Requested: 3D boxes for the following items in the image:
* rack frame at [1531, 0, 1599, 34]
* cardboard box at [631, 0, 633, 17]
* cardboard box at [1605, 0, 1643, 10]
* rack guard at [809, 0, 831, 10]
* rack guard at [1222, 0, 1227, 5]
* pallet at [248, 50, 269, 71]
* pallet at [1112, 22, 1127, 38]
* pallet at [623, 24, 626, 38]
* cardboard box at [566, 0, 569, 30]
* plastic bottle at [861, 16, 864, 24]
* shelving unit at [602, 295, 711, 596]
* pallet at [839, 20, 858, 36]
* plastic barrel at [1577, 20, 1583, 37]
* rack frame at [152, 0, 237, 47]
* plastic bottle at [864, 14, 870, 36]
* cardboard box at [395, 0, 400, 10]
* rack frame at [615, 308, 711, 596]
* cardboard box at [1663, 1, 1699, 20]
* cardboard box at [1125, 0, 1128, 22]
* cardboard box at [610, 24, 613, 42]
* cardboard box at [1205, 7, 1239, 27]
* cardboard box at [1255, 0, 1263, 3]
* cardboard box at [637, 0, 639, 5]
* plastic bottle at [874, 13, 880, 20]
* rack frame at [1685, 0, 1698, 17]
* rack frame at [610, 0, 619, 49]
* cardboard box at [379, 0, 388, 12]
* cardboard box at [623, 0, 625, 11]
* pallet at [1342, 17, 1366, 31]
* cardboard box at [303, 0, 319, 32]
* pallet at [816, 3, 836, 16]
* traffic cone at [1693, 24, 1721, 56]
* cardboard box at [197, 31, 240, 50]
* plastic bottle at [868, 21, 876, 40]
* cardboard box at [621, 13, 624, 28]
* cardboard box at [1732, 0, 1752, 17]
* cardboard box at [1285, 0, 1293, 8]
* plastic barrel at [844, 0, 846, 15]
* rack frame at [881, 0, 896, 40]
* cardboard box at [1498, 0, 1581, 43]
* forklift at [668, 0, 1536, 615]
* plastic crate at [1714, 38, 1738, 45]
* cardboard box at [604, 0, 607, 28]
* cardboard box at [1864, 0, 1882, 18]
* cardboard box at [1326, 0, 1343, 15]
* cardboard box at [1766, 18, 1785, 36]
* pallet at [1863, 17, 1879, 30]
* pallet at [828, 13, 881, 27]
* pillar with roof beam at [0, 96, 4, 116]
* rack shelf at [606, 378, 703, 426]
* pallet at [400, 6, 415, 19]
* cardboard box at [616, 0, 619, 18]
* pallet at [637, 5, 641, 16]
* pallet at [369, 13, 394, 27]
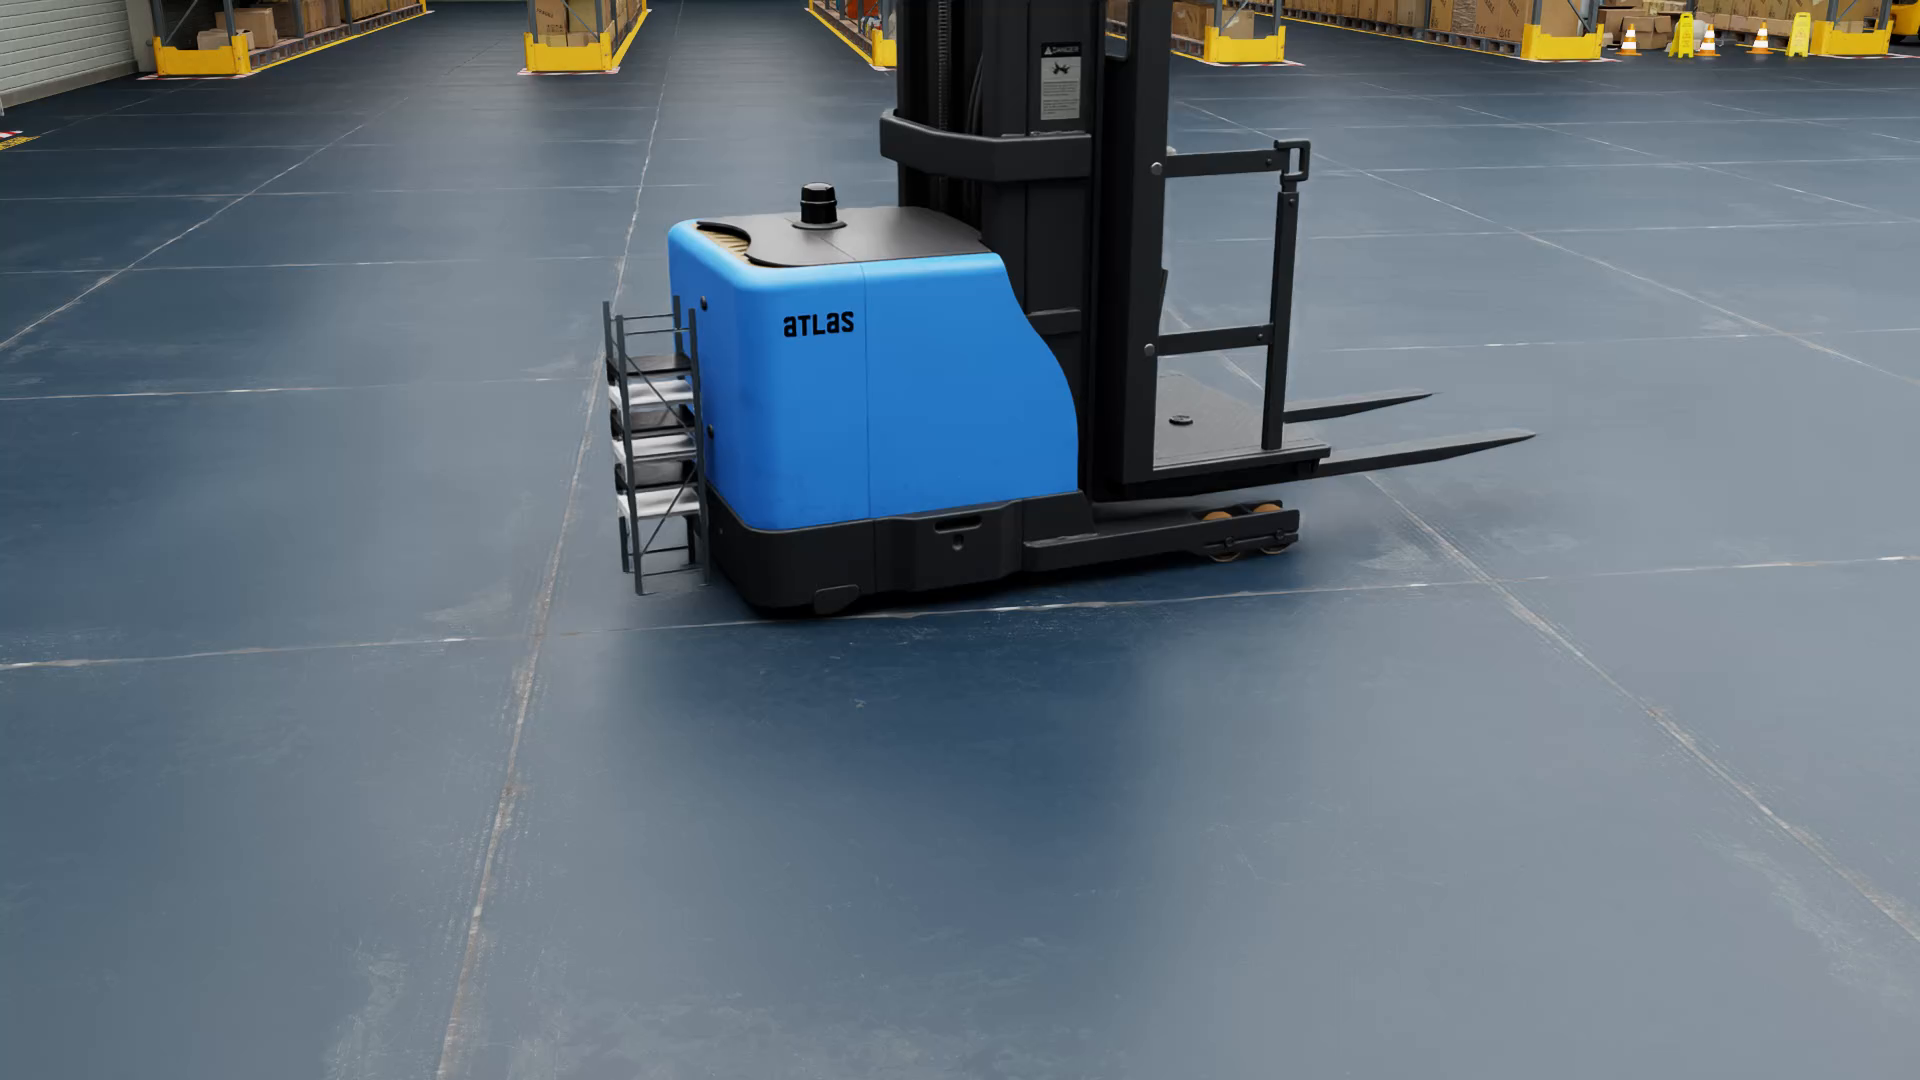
[{"bbox_3d":[9.195,-8.797,24.981,1.000,3.000,0.127,-3,21,-8],"label":"rack frame"},{"bbox_3d":[-6.615,-10.415,32.258,0.500,0.500,0.500,-3,21,-8],"label":"cardboard box"},{"bbox_3d":[11.745,-9.550,29.488,0.500,0.500,0.500,-3,21,-8],"label":"cardboard box"},{"bbox_3d":[-2.952,-12.708,39.026,1.175,0.500,0.348,-3,21,-8],"label":"rack guard"},{"bbox_3d":[6.900,-13.139,40.180,1.175,0.500,0.348,-3,21,-8],"label":"rack guard"},{"bbox_3d":[-10.526,-6.835,23.715,1.003,0.211,1.213,-3,21,-8],"label":"pallet"},{"bbox_3d":[3.403,-9.353,30.456,1.003,0.211,1.213,-3,21,-8],"label":"pallet"},{"bbox_3d":[-6.604,-9.260,30.207,1.003,0.211,1.213,-3,21,-8],"label":"pallet"},{"bbox_3d":[-6.062,-7.859,24.729,0.500,0.500,0.500,-3,21,-8],"label":"cardboard box"},{"bbox_3d":[-1.593,-8.512,27.490,0.097,0.271,0.097,0,20,0],"label":"plastic bottle"},{"bbox_3d":[-0.948,-0.294,5.217,0.258,0.900,0.210,-8,22,-21],"label":"shelving unit"},{"bbox_3d":[-1.709,-9.525,30.917,1.003,0.211,1.213,-3,21,-8],"label":"pallet"},{"bbox_3d":[10.300,-8.659,28.296,0.512,0.421,0.421,12,24,30],"label":"plastic barrel"},{"bbox_3d":[-10.433,-7.832,22.399,1.000,3.000,0.127,-3,21,-8],"label":"rack frame"},{"bbox_3d":[-1.473,-8.316,26.852,0.144,0.351,0.185,-4,21,-10],"label":"plastic bottle"},{"bbox_3d":[-12.238,-11.451,35.060,0.700,0.500,0.500,-3,21,-8],"label":"cardboard box"},{"bbox_3d":[-0.910,-0.261,5.129,0.240,0.900,0.006,-8,22,-21],"label":"rack frame"},{"bbox_3d":[13.424,-9.613,30.324,0.950,0.372,0.625,-3,21,-7],"label":"cardboard box"},{"bbox_3d":[3.417,-9.768,30.526,0.700,0.500,0.500,-1,21,-3],"label":"cardboard box"},{"bbox_3d":[-5.676,-7.881,25.860,0.500,0.250,0.500,-3,21,-8],"label":"cardboard box"},{"bbox_3d":[4.079,-8.030,25.900,0.500,0.500,0.500,2,21,6],"label":"cardboard box"},{"bbox_3d":[6.922,-12.290,37.808,0.380,0.149,0.250,-3,21,-8],"label":"cardboard box"},{"bbox_3d":[-7.408,-12.035,36.952,0.500,0.250,0.500,-3,21,-8],"label":"cardboard box"},{"bbox_3d":[-1.357,-8.389,27.046,0.144,0.351,0.185,-3,21,-8],"label":"plastic bottle"},{"bbox_3d":[13.502,-10.466,29.452,1.000,3.000,0.127,-3,21,-8],"label":"rack frame"},{"bbox_3d":[-6.108,-9.468,26.779,1.000,3.000,0.127,-3,21,-8],"label":"rack frame"},{"bbox_3d":[-11.940,-10.958,33.240,0.750,0.750,0.750,-3,21,-7],"label":"cardboard box"},{"bbox_3d":[-6.284,-9.676,29.863,0.500,0.311,0.500,-3,21,-9],"label":"cardboard box"},{"bbox_3d":[8.081,-9.983,32.144,1.003,0.211,1.213,-3,21,-8],"label":"pallet"},{"bbox_3d":[-11.289,-8.861,28.098,0.700,0.500,0.500,-3,21,-7],"label":"cardboard box"},{"bbox_3d":[-2.682,-11.856,37.158,1.003,0.211,1.213,-3,21,-8],"label":"pallet"},{"bbox_3d":[11.691,-7.803,25.947,0.336,0.463,0.334,-3,21,-8],"label":"traffic cone"},{"bbox_3d":[-10.443,-7.023,23.446,0.500,0.311,0.500,-5,21,-14],"label":"cardboard box"},{"bbox_3d":[-1.357,-8.012,26.145,0.152,0.276,0.135,-3,21,-9],"label":"plastic bottle"},{"bbox_3d":[-6.143,-9.061,29.020,0.500,0.250,0.500,-3,21,-7],"label":"cardboard box"},{"bbox_3d":[13.482,-9.144,28.169,0.500,0.500,0.500,-2,21,-5],"label":"cardboard box"},{"bbox_3d":[7.309,-11.708,35.749,0.500,0.500,0.500,-2,21,-6],"label":"cardboard box"},{"bbox_3d":[-2.032,-10.728,32.999,0.600,0.588,0.708,-3,21,-8],"label":"plastic barrel"},{"bbox_3d":[-0.629,-8.332,23.736,1.000,3.000,0.127,-3,21,-8],"label":"rack frame"},{"bbox_3d":[9.032,-8.230,25.899,0.875,0.875,0.875,-3,21,-7],"label":"cardboard box"},{"bbox_3d":[0.596,-1.461,5.440,3.031,2.935,1.130,-8,22,-21],"label":"forklift"},{"bbox_3d":[12.917,-8.514,28.396,0.402,0.080,0.583,-11,23,-26],"label":"plastic crate"},{"bbox_3d":[-5.547,-7.885,24.800,0.500,0.500,0.500,-3,21,-8],"label":"cardboard box"},{"bbox_3d":[18.113,-10.512,32.367,0.875,0.625,0.625,-4,21,-10],"label":"cardboard box"},{"bbox_3d":[7.688,-10.807,33.336,0.500,0.500,0.500,-3,21,-8],"label":"cardboard box"},{"bbox_3d":[13.629,-8.436,27.345,0.500,0.250,0.500,-3,21,-8],"label":"cardboard box"},{"bbox_3d":[18.090,-10.088,32.424,1.003,0.211,1.213,-3,21,-8],"label":"pallet"},{"bbox_3d":[-2.110,-10.488,33.494,1.003,0.211,1.213,-3,21,-8],"label":"pallet"},{"bbox_3d":[-6.264,-8.981,16.900,9.100,9.000,0.400,-3,21,-8],"label":"pillar with roof beam"},{"bbox_3d":[-0.948,-0.432,5.166,0.258,0.077,0.200,-8,22,-21],"label":"rack shelf"},{"bbox_3d":[-12.374,-11.371,35.860,1.003,0.211,1.213,-3,21,-8],"label":"pallet"},{"bbox_3d":[-5.921,-8.795,27.505,0.500,0.311,0.500,-3,21,-8],"label":"cardboard box"},{"bbox_3d":[-7.538,-11.593,36.453,1.003,0.211,1.213,-3,21,-8],"label":"pallet"},{"bbox_3d":[-11.977,-10.417,33.306,1.003,0.211,1.213,-3,21,-8],"label":"pallet"}]
